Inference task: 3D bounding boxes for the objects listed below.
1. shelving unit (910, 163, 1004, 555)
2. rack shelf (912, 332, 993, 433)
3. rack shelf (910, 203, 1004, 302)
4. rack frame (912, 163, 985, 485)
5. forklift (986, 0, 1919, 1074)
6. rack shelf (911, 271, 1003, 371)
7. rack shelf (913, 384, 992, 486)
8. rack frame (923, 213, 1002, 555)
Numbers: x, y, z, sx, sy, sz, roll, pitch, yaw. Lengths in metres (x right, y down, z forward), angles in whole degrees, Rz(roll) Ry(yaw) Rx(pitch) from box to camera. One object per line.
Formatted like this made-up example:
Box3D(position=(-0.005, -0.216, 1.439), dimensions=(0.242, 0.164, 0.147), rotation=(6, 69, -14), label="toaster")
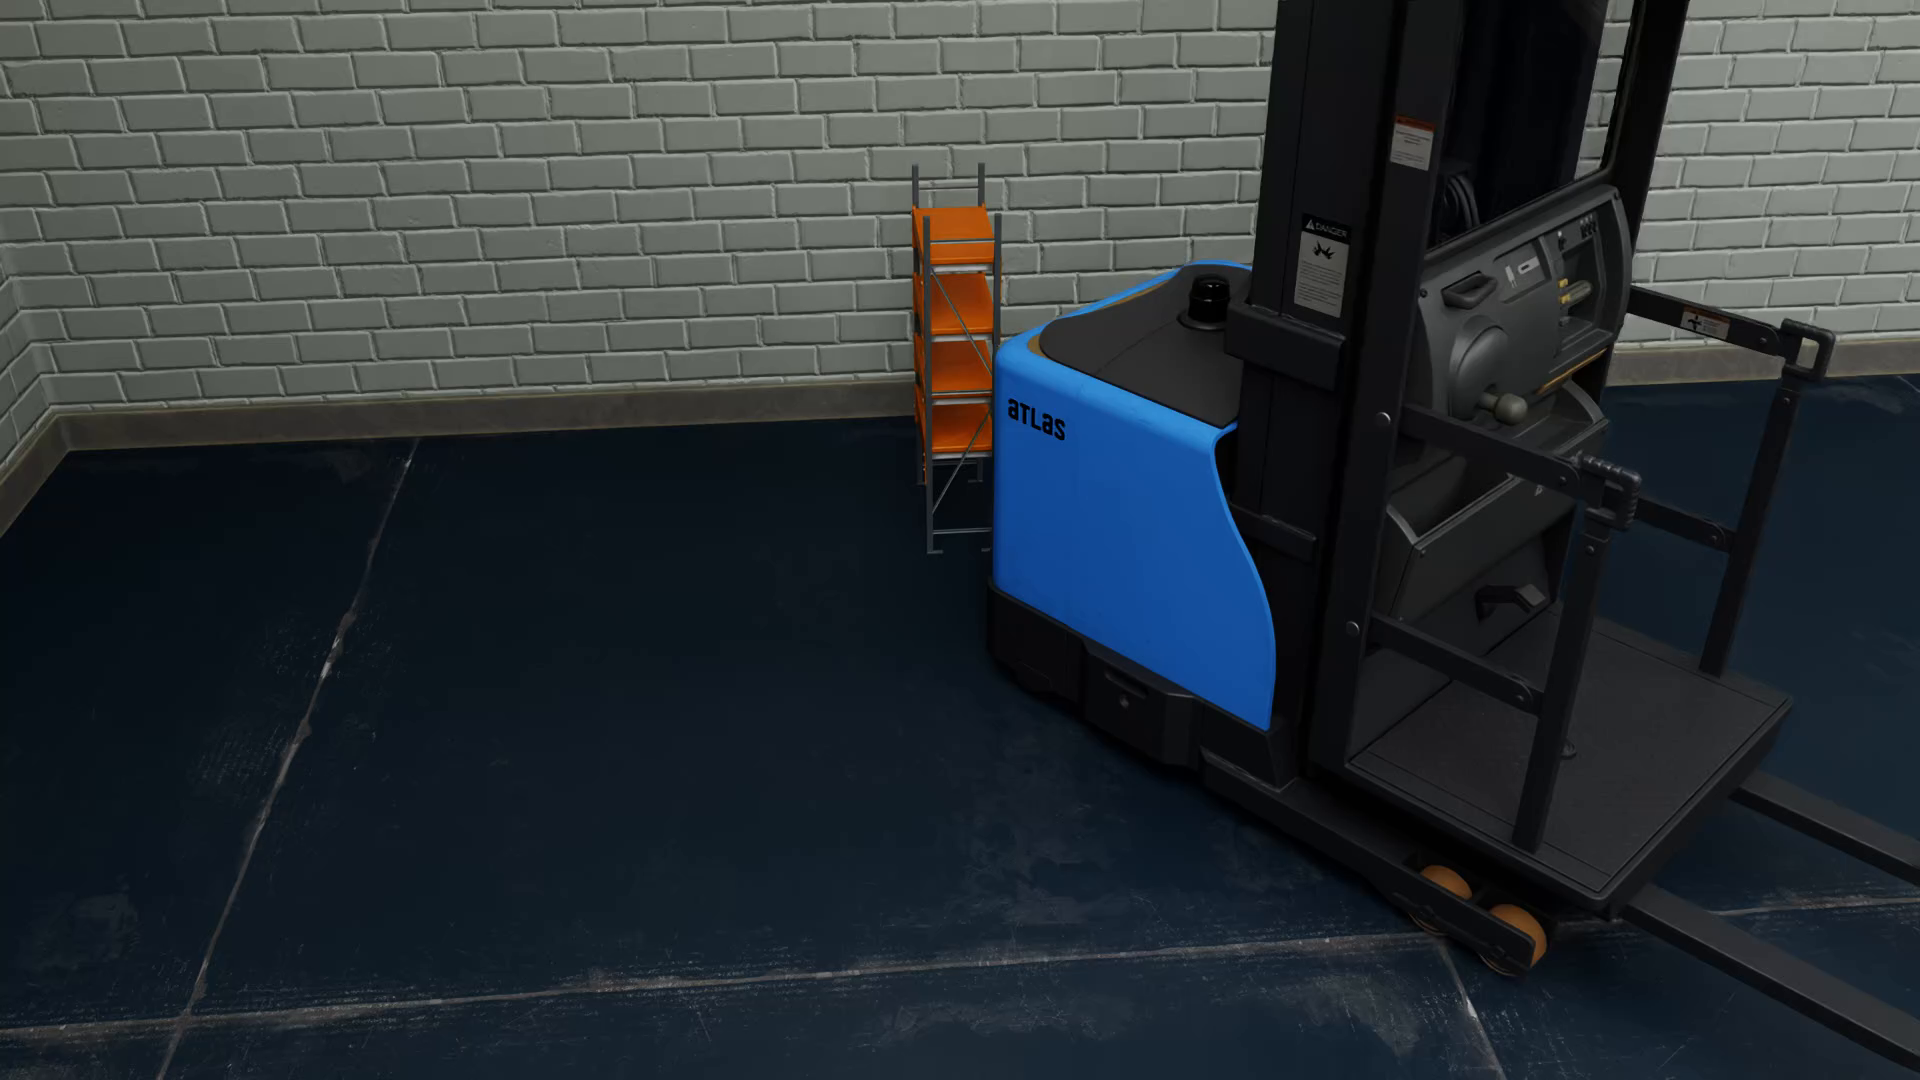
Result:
Box3D(position=(-0.015, -0.600, 5.584), dimensions=(0.258, 1.200, 0.503), rotation=(-3, 31, -5), label="shelving unit")
Box3D(position=(-0.015, -0.542, 5.618), dimensions=(0.258, 0.148, 0.480), rotation=(-3, 31, -5), label="rack shelf")
Box3D(position=(-0.015, -0.937, 5.382), dimensions=(0.258, 0.148, 0.480), rotation=(-3, 31, -5), label="rack shelf")
Box3D(position=(-0.038, -0.724, 5.792), dimensions=(0.240, 1.200, 0.015), rotation=(-3, 31, -5), label="rack frame")
Box3D(position=(1.475, -0.514, 3.752), dimensions=(1.130, 2.935, 3.031), rotation=(-27, 40, -37), label="forklift")
Box3D(position=(-0.015, -0.734, 5.504), dimensions=(0.258, 0.148, 0.480), rotation=(-3, 31, -5), label="rack shelf")
Box3D(position=(-0.015, -0.371, 5.720), dimensions=(0.258, 0.148, 0.480), rotation=(-3, 31, -5), label="rack shelf")
Box3D(position=(0.007, -0.475, 5.375), dimensions=(0.240, 1.200, 0.015), rotation=(-3, 31, -5), label="rack frame")
